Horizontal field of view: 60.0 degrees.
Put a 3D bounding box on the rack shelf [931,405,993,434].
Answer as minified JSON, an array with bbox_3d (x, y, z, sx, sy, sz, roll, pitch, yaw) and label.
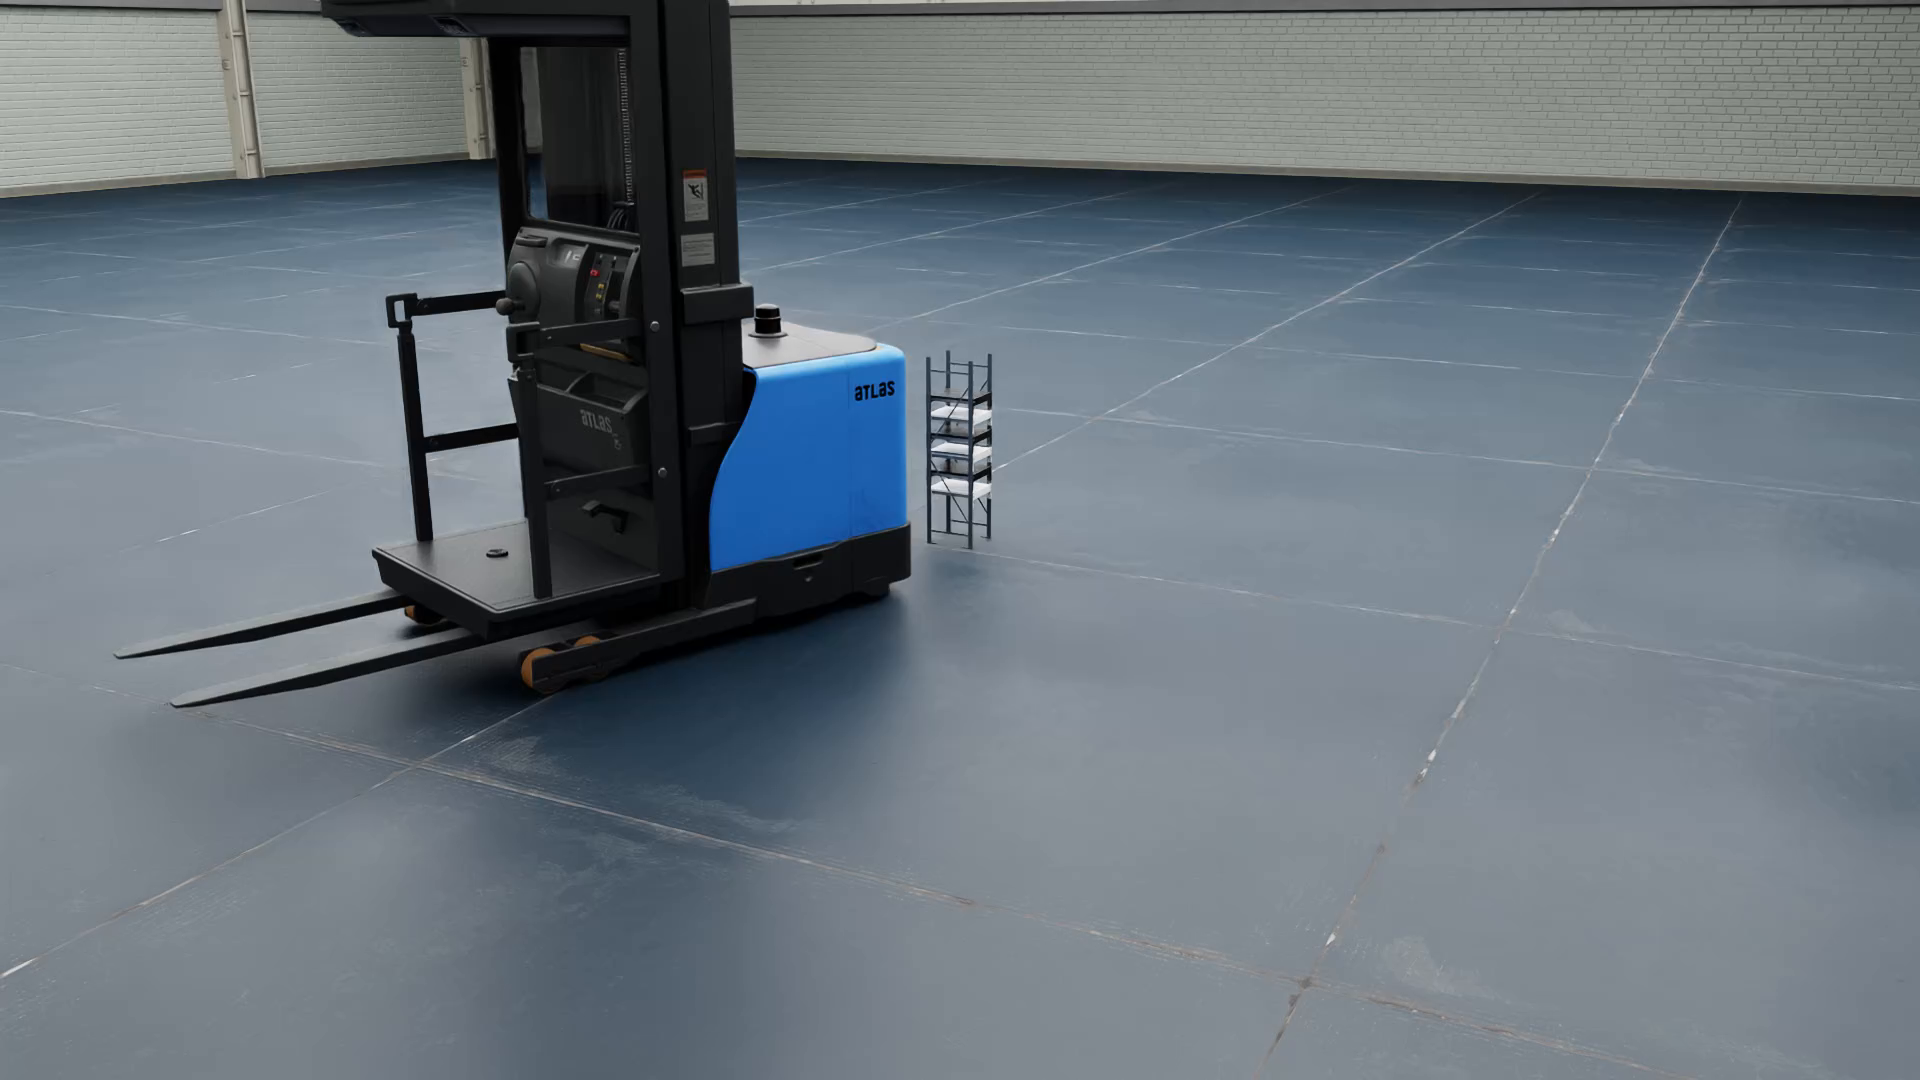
[{"bbox_3d":[-0.004,-0.570,7.848,0.258,0.077,0.200,8,18,25],"label":"rack shelf"}]

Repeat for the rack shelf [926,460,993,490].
[{"bbox_3d":[-0.004,-0.311,7.924,0.258,0.077,0.200,8,18,25],"label":"rack shelf"}]

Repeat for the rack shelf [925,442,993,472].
[{"bbox_3d":[-0.004,-0.397,7.899,0.258,0.077,0.200,8,18,25],"label":"rack shelf"}]

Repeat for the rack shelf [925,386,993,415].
[{"bbox_3d":[-0.004,-0.656,7.822,0.258,0.077,0.200,8,18,25],"label":"rack shelf"}]

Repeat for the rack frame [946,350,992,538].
[{"bbox_3d":[0.042,-0.455,7.976,0.240,0.900,0.006,8,18,25],"label":"rack frame"}]

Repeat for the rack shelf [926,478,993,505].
[{"bbox_3d":[-0.004,-0.225,7.950,0.258,0.077,0.200,8,18,25],"label":"rack shelf"}]

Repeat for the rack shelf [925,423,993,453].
[{"bbox_3d":[-0.004,-0.484,7.873,0.258,0.077,0.200,8,18,25],"label":"rack shelf"}]

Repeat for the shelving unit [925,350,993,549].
[{"bbox_3d":[-0.004,-0.429,7.889,0.258,0.900,0.210,8,18,25],"label":"shelving unit"}]

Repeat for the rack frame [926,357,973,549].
[{"bbox_3d":[-0.049,-0.403,7.802,0.240,0.900,0.006,8,18,25],"label":"rack frame"}]

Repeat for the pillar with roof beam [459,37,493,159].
[{"bbox_3d":[-6.298,-11.844,32.095,9.100,9.000,0.400,8,18,25],"label":"pillar with roof beam"}]

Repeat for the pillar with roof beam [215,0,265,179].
[{"bbox_3d":[-8.979,-10.315,26.950,9.100,9.000,0.400,8,18,25],"label":"pillar with roof beam"}]

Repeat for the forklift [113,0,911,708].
[{"bbox_3d":[-1.649,-1.006,6.264,3.031,2.935,1.130,-14,22,-40],"label":"forklift"}]
